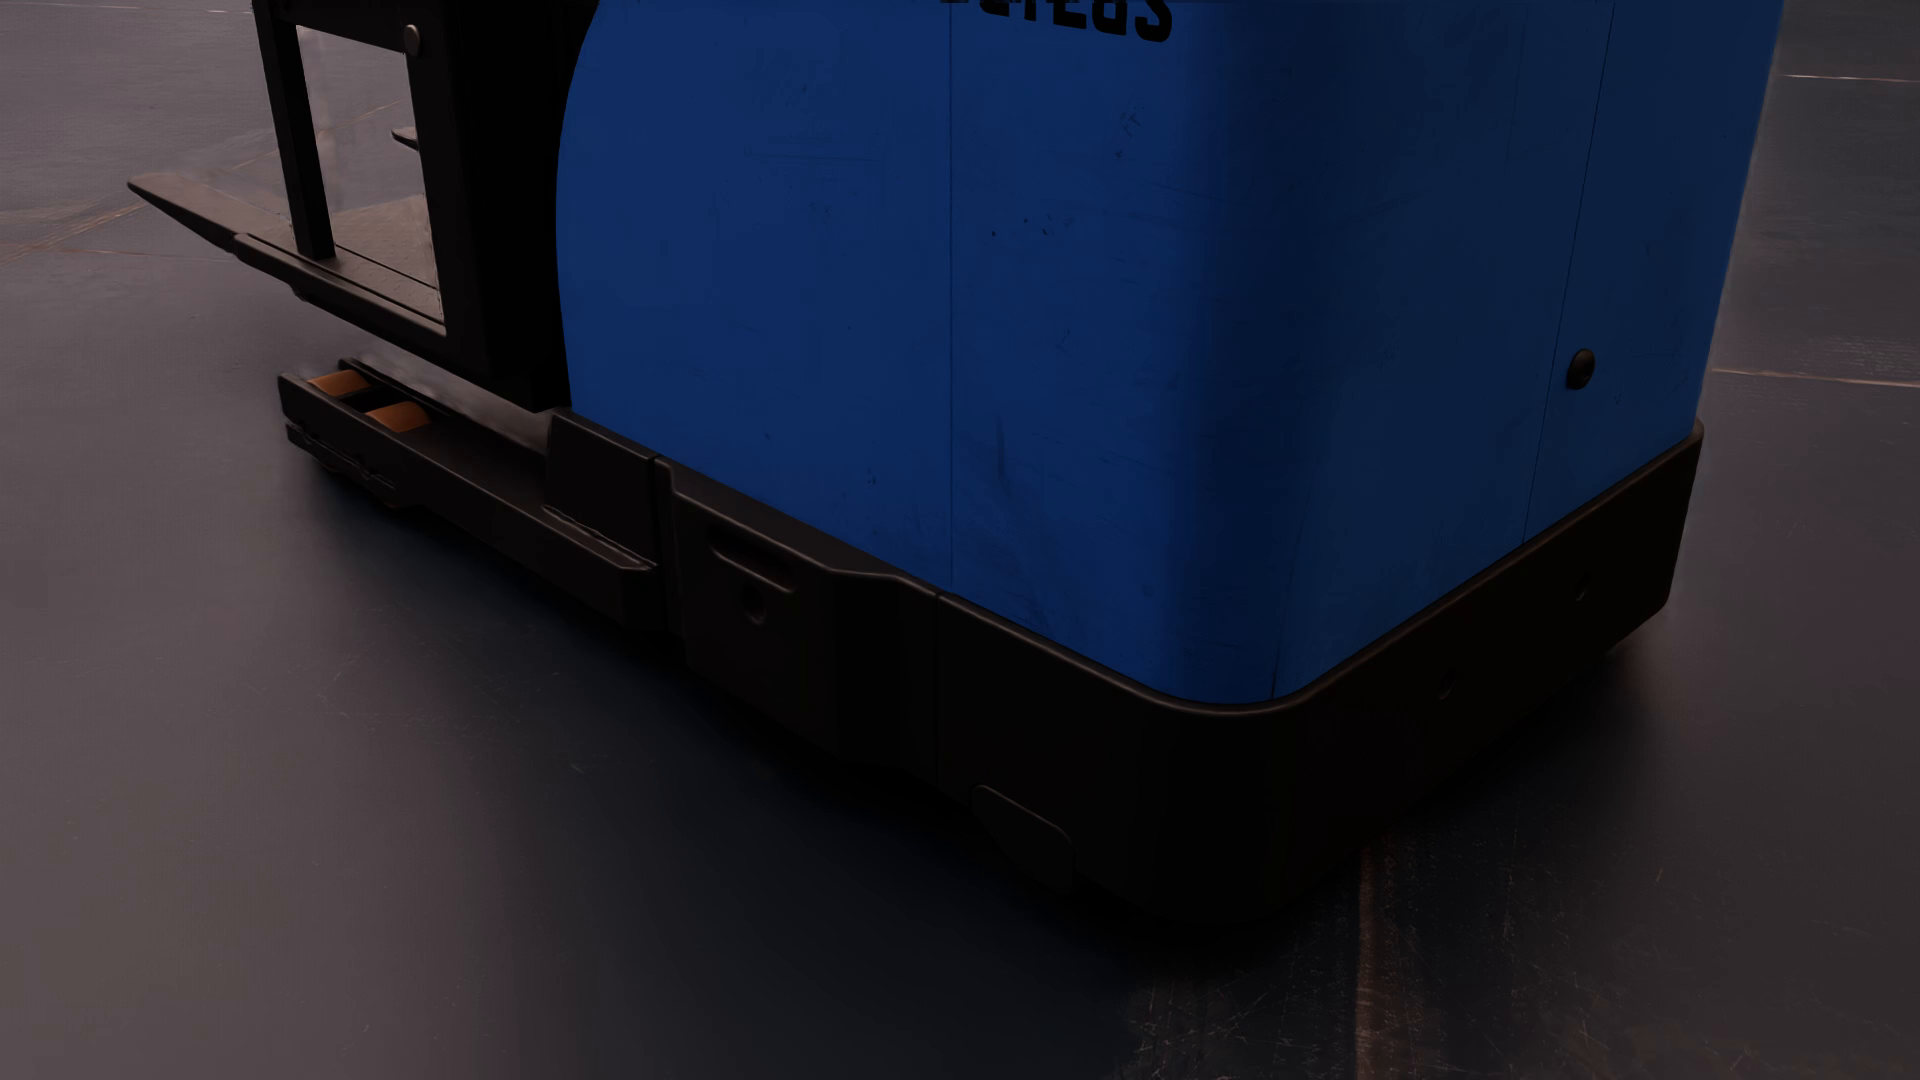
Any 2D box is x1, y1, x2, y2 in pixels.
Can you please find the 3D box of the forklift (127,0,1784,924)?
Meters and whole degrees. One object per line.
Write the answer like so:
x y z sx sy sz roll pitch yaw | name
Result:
-0.458 -1.502 2.222 3.031 2.935 1.130 24 35 39 | forklift
